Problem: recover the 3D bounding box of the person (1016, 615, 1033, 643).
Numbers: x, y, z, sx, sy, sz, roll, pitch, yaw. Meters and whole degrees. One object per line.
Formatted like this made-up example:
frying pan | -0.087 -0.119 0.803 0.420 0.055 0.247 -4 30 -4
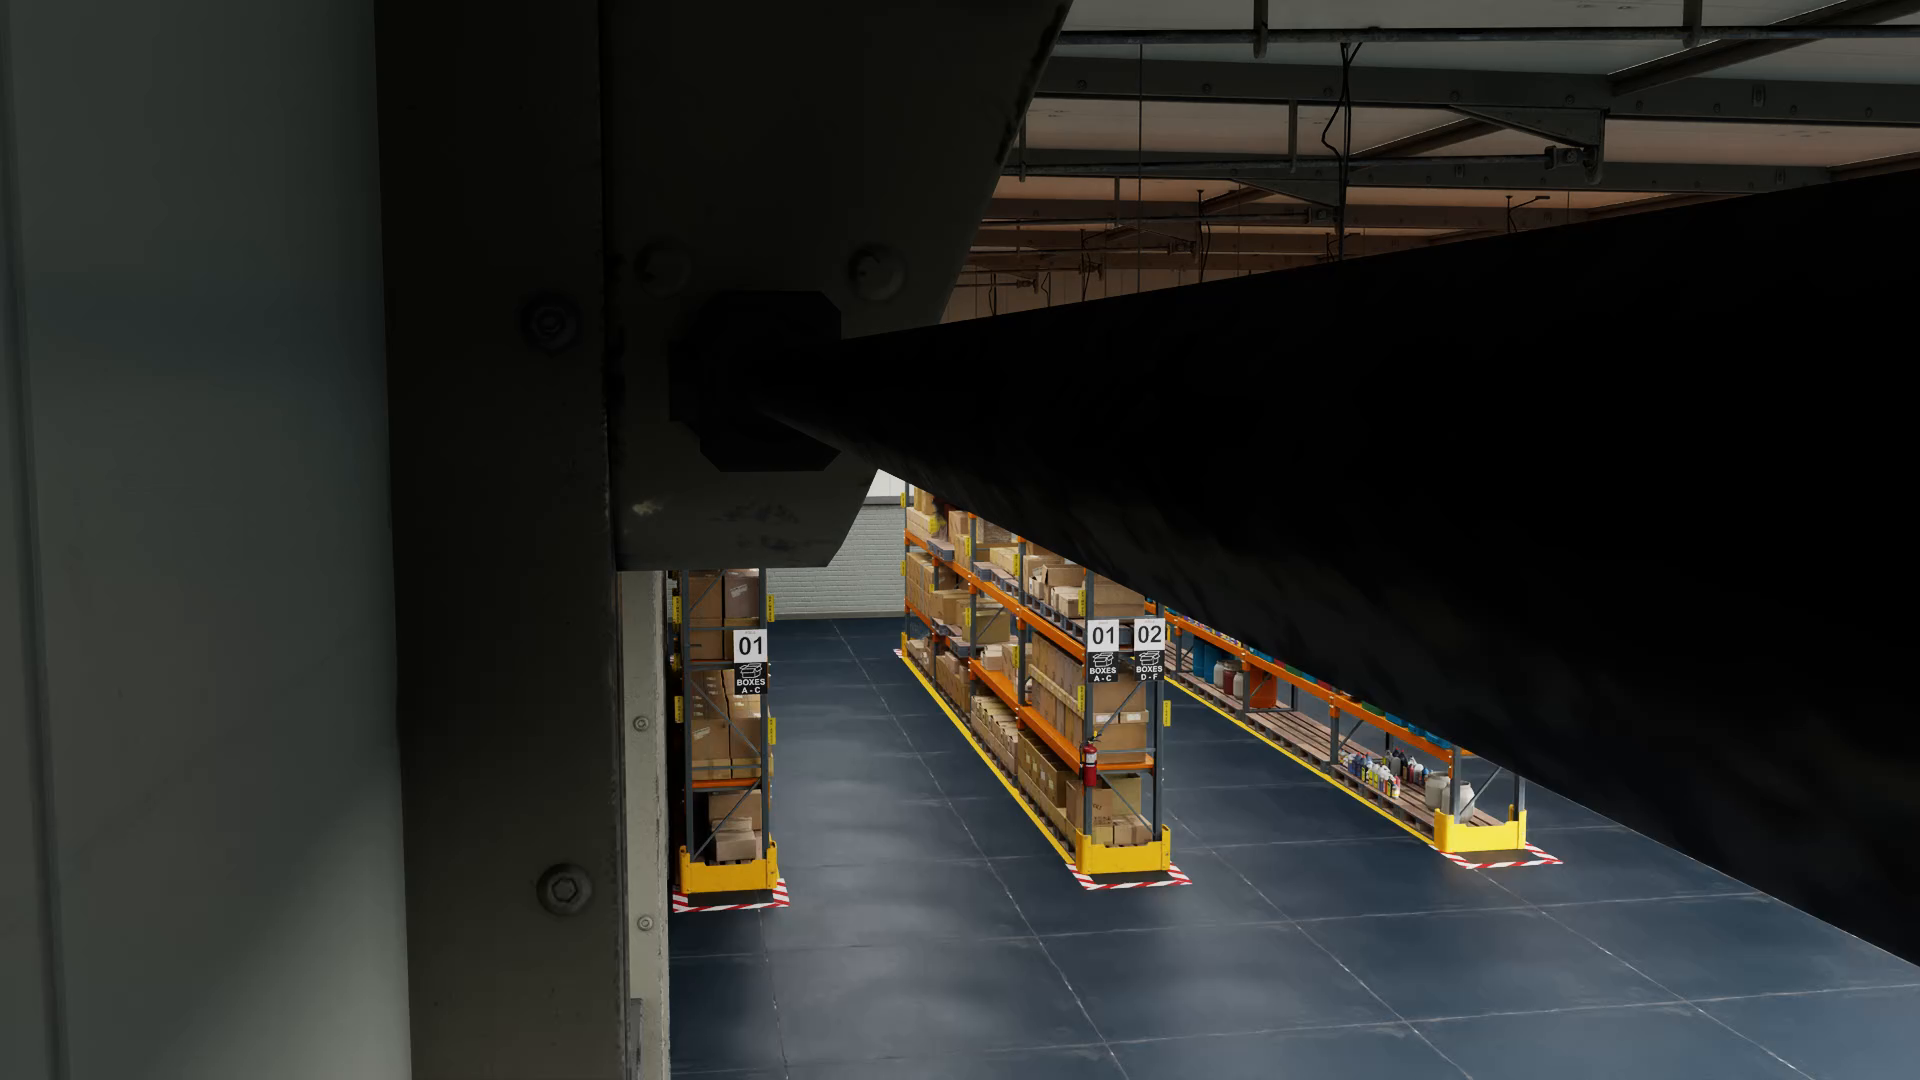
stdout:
person | 1.355 1.655 35.899 0.533 1.544 0.609 -2 6 -20
